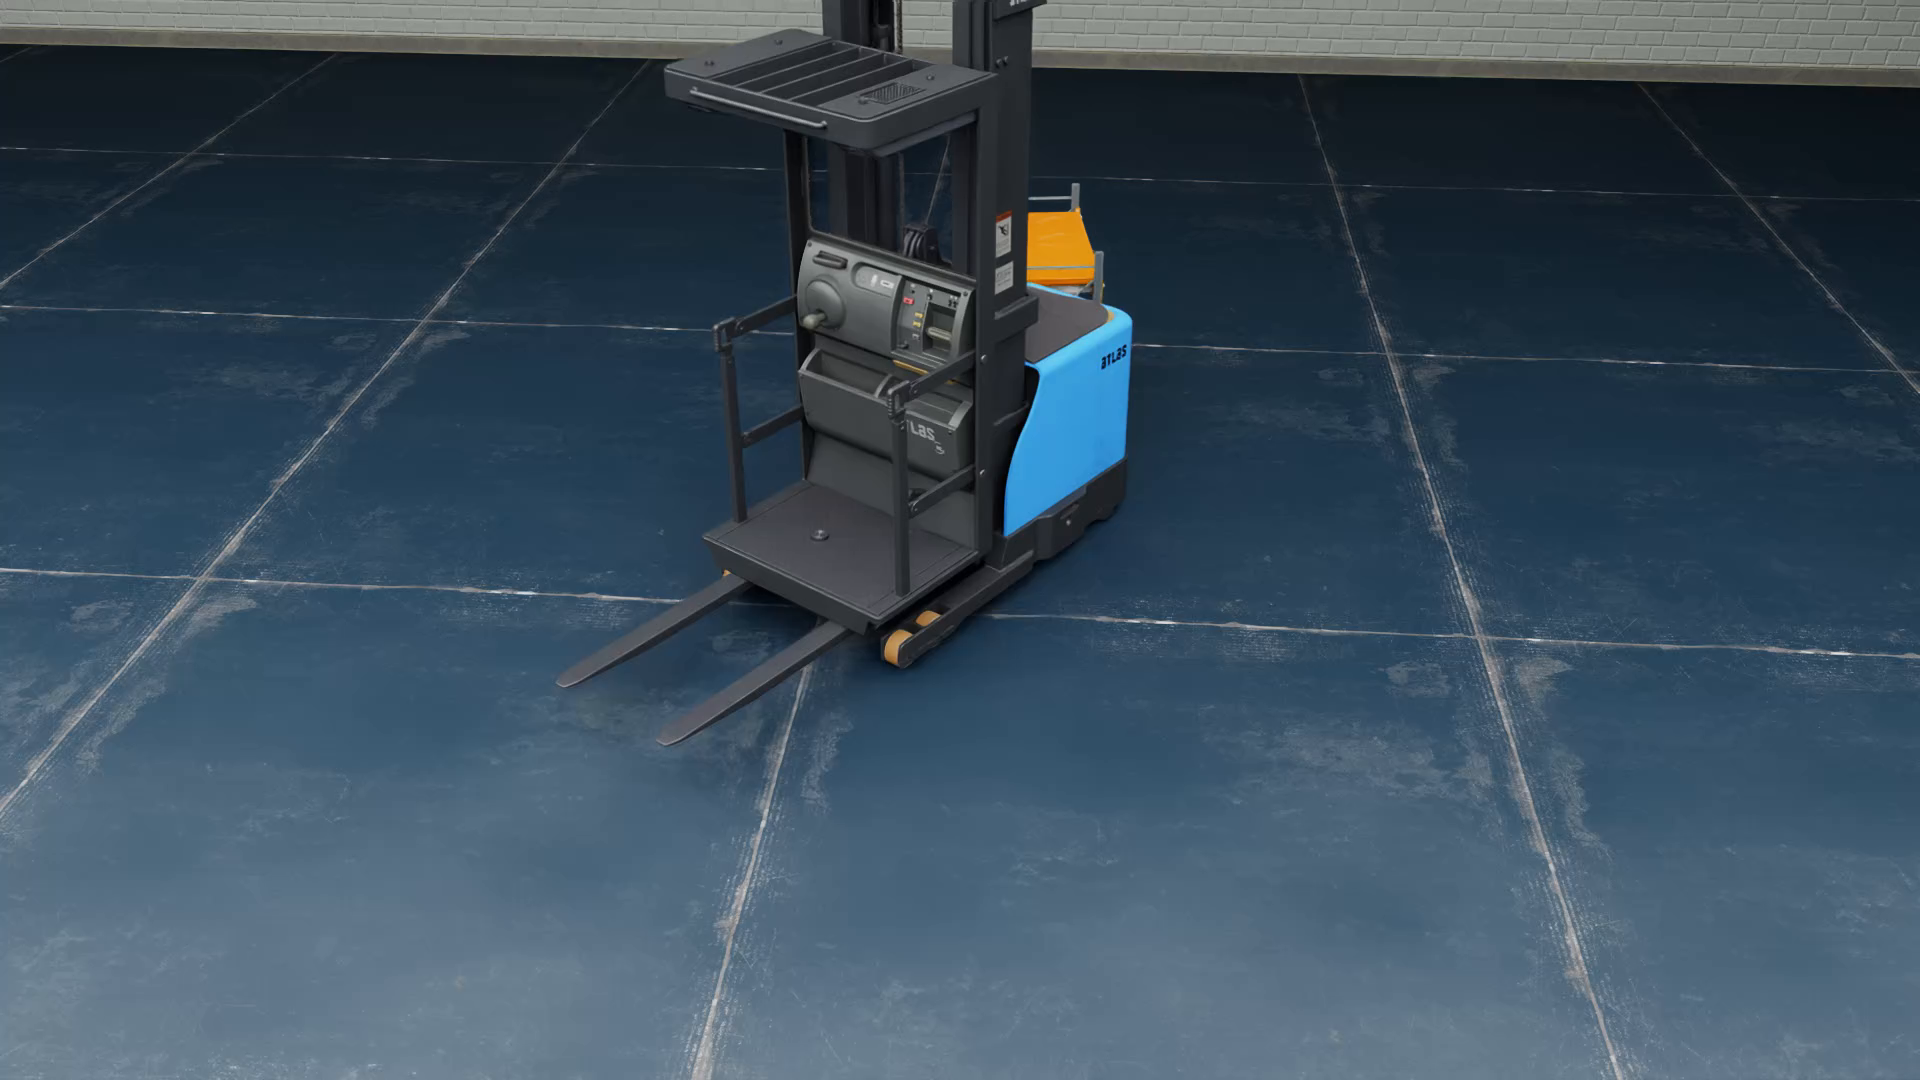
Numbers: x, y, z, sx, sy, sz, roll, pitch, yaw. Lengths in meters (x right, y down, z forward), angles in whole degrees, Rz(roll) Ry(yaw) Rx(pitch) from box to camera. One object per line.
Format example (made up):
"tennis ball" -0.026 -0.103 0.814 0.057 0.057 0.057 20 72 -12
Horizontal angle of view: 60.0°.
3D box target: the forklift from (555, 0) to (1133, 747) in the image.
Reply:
"forklift" -0.468 -0.980 7.046 1.130 2.935 3.031 23 38 32

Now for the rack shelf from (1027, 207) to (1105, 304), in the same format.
"rack shelf" 0.453 -1.499 9.052 0.538 0.278 1.000 -2 32 -3

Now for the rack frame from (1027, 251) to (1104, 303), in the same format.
"rack frame" 0.483 -0.983 8.773 0.500 1.125 0.032 -2 32 -3

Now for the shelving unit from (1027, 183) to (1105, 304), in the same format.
"shelving unit" 0.453 -1.249 9.205 0.538 1.125 1.048 -2 32 -3

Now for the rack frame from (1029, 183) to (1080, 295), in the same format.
"rack frame" 0.422 -1.516 9.637 0.500 1.125 0.032 -2 32 -3
